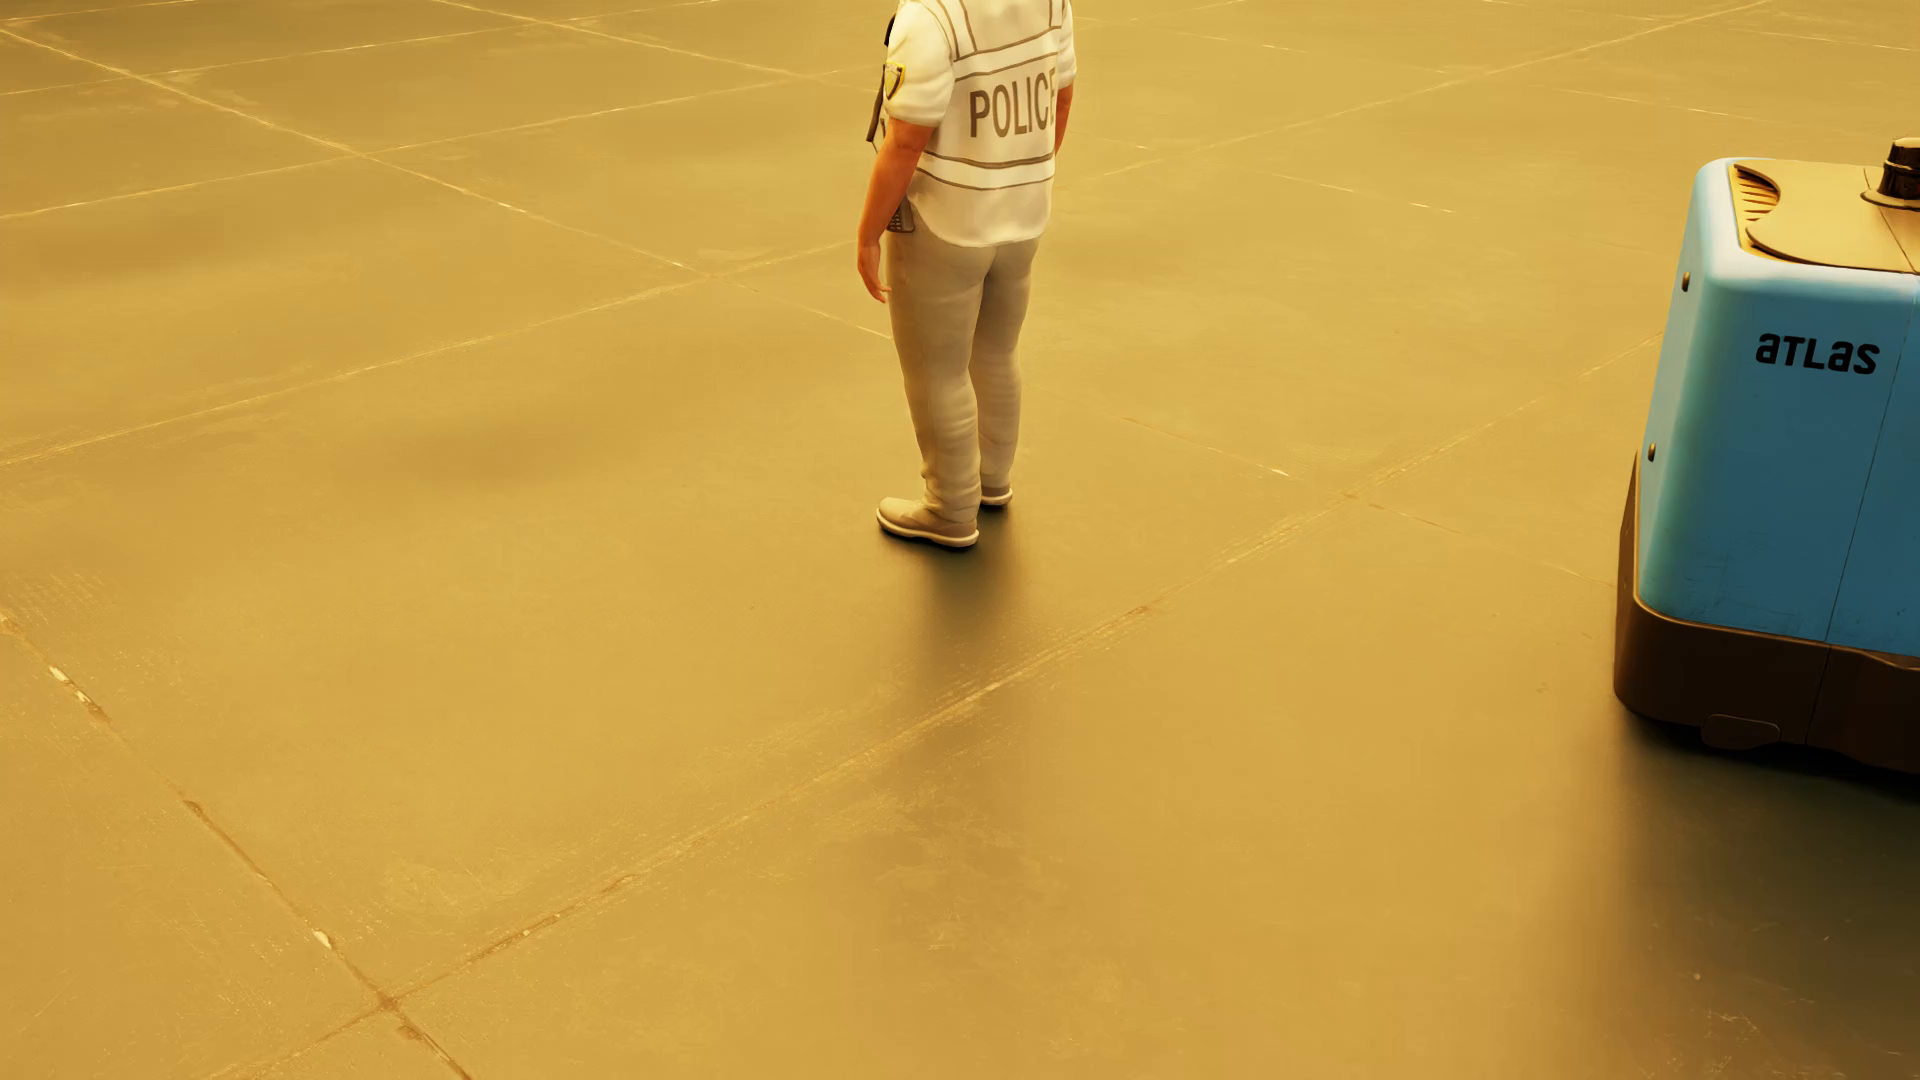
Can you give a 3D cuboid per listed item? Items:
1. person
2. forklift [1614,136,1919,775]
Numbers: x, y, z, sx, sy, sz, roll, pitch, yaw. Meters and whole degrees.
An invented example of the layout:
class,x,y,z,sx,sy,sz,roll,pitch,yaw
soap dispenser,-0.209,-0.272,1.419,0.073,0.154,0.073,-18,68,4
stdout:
class,x,y,z,sx,sy,sz,roll,pitch,yaw
person,-0.047,-0.835,4.203,0.641,1.781,0.574,-24,35,-39
forklift,3.022,-0.859,2.965,3.031,2.935,1.130,9,28,18
